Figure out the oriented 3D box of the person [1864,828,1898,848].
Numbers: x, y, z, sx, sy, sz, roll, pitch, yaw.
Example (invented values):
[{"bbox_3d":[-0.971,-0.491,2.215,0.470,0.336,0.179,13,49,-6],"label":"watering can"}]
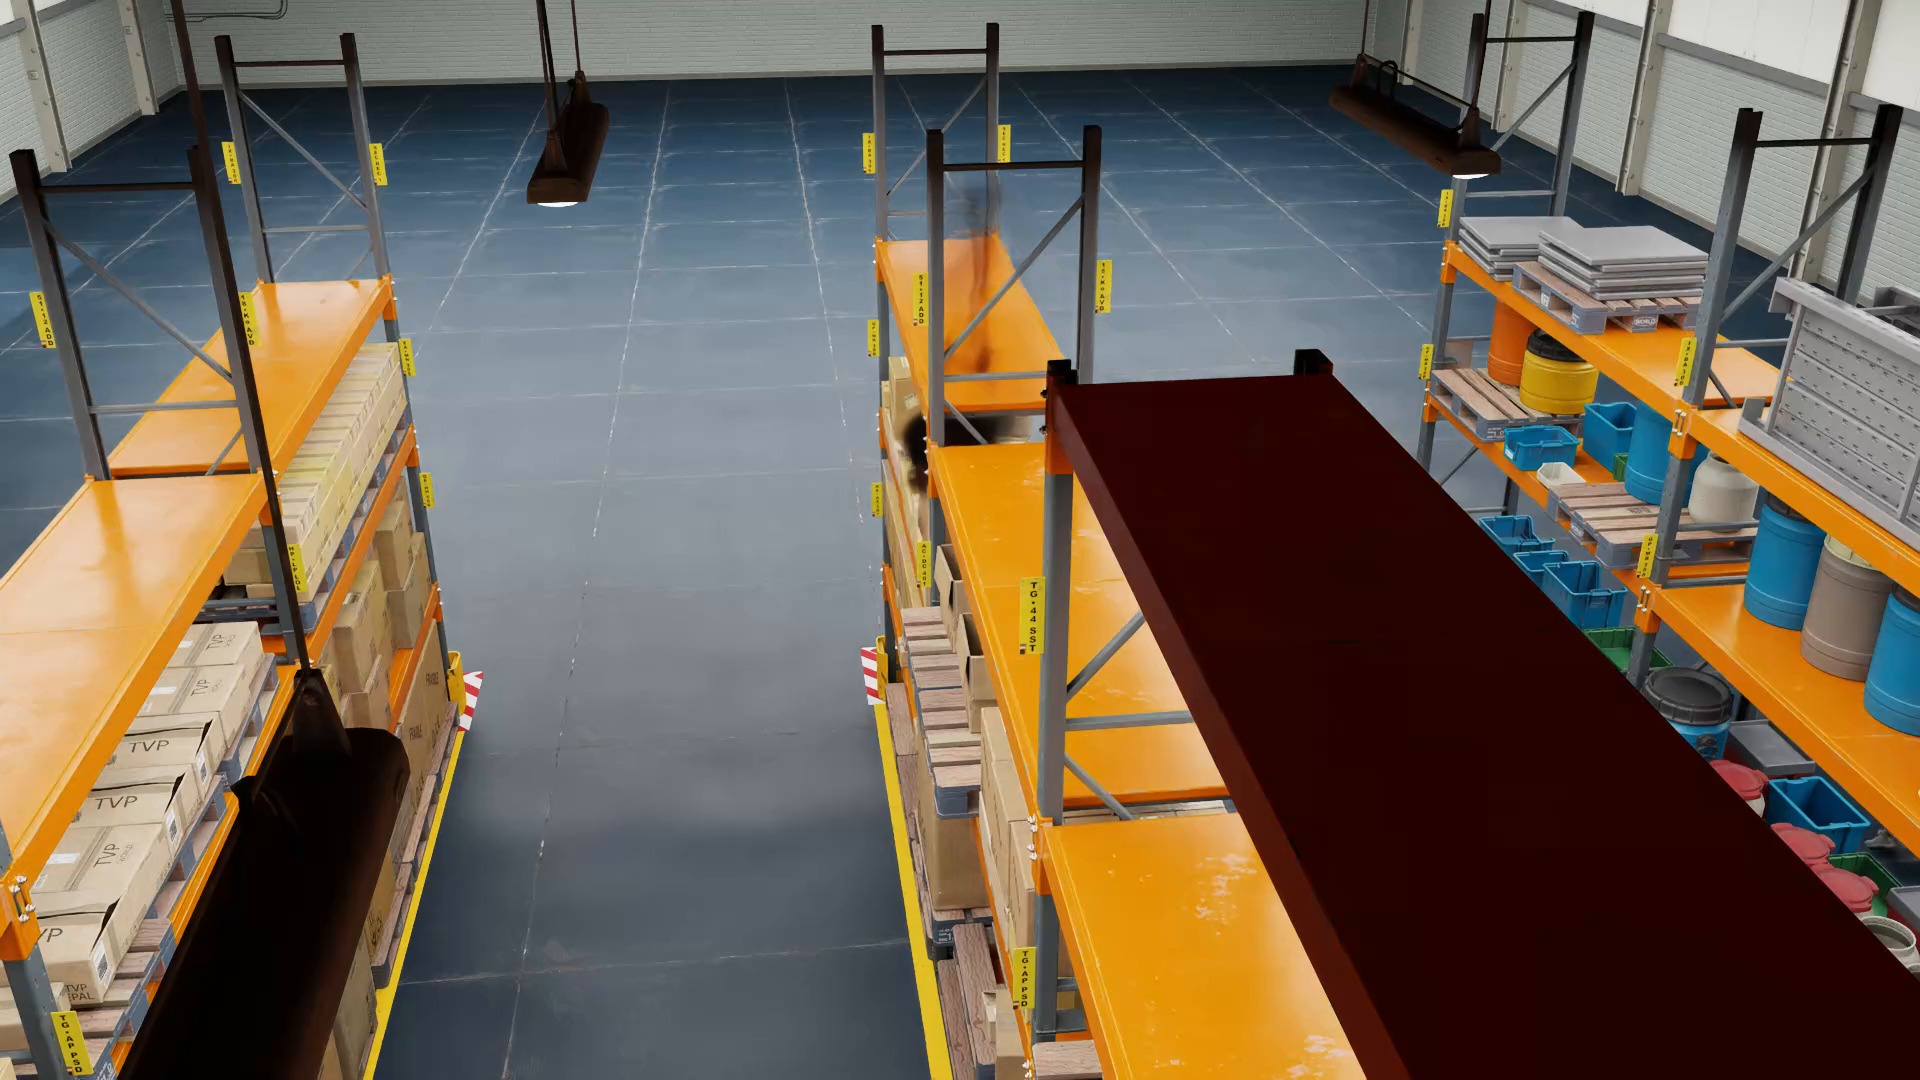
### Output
[{"bbox_3d":[7.489,1.857,12.653,0.703,1.786,0.992,-8,27,-16],"label":"person"}]
